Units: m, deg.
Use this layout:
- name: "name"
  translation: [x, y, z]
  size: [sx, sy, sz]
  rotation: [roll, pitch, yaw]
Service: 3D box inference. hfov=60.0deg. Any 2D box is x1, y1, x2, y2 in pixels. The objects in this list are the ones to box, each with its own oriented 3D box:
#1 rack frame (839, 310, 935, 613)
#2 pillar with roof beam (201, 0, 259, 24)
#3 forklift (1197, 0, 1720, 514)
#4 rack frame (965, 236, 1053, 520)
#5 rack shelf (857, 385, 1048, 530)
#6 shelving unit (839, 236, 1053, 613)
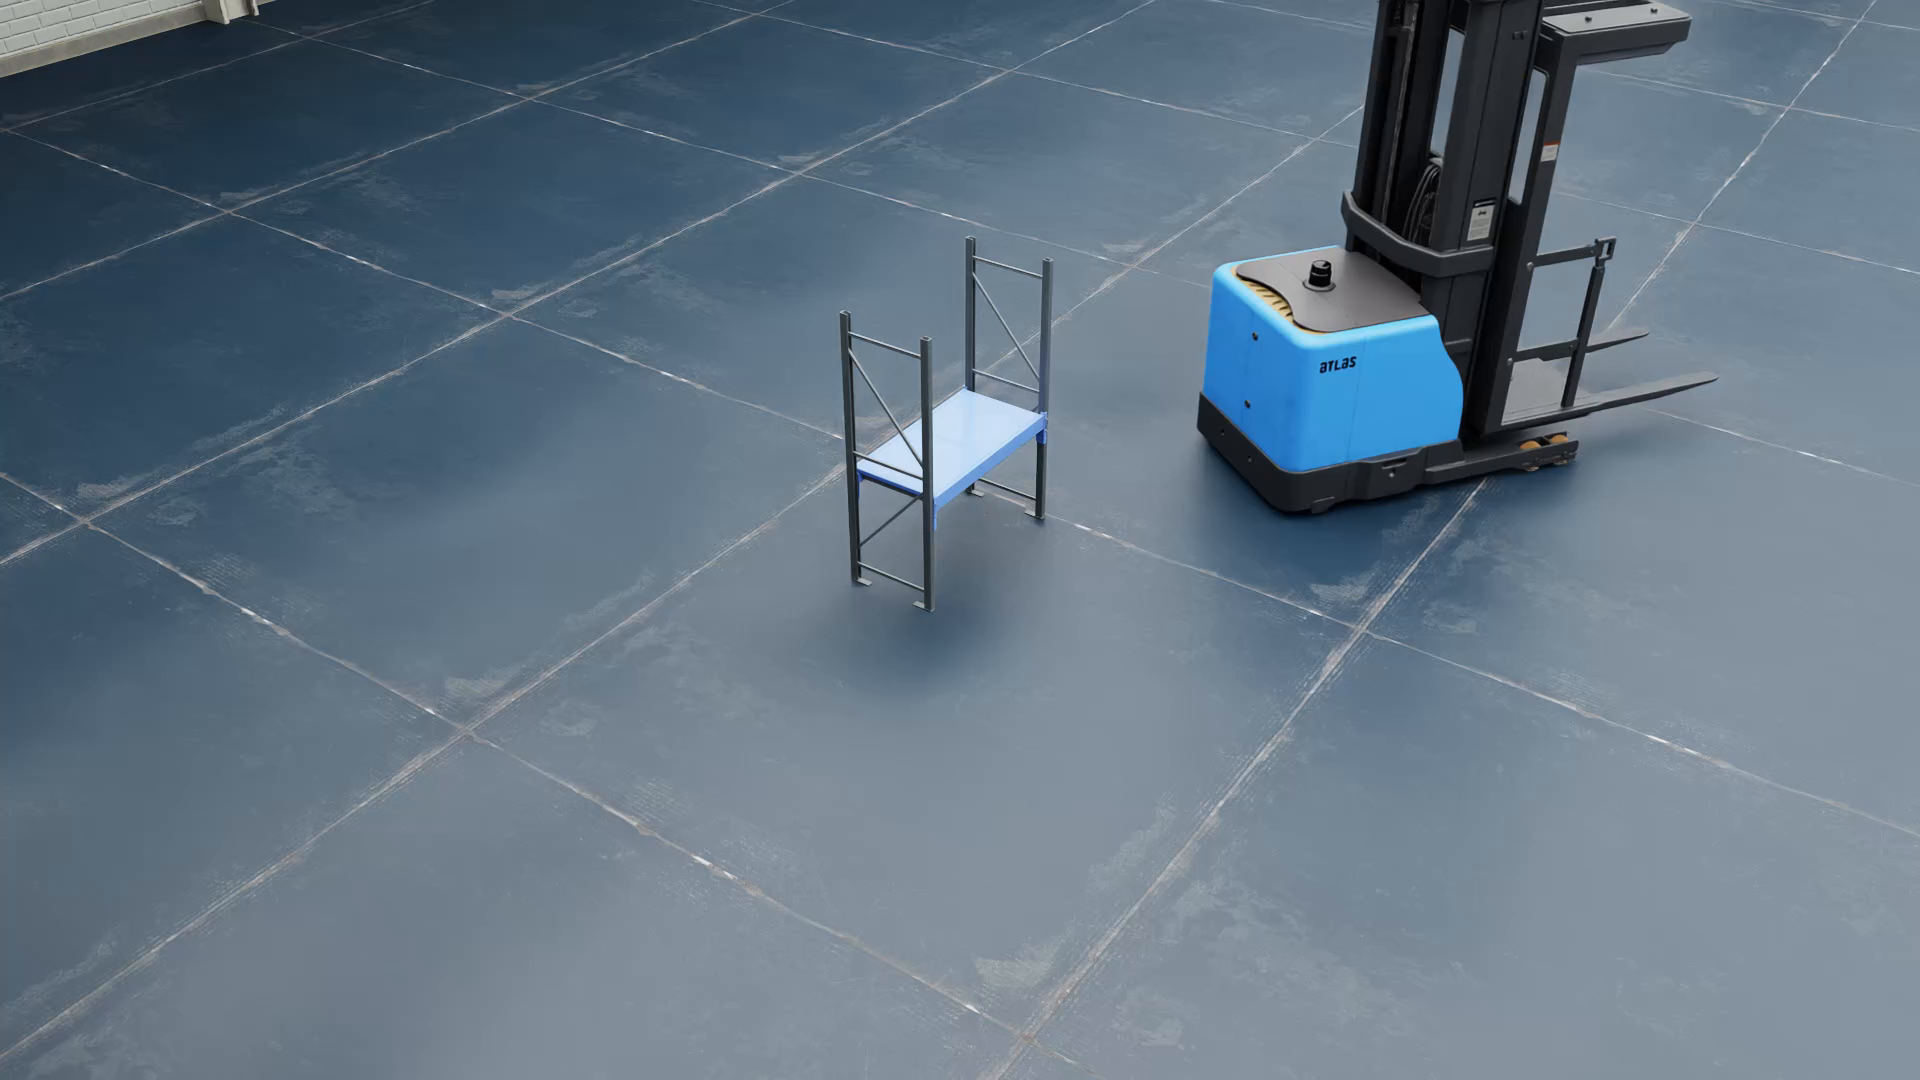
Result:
- name: "rack frame"
  translation: [-0.338, -0.348, 7.926]
  size: [0.500, 1.500, 0.032]
  rotation: [21, 39, 28]
- name: "pillar with roof beam"
  translation: [-3.623, -7.506, 11.816]
  size: [9.100, 9.000, 0.400]
  rotation: [21, 39, 28]
- name: "forklift"
  translation: [2.935, -1.863, 8.888]
  size: [3.031, 2.935, 1.130]
  rotation: [-12, 36, -17]
- name: "rack frame"
  translation: [0.241, -0.816, 8.618]
  size: [0.500, 1.500, 0.032]
  rotation: [21, 39, 28]
- name: "rack shelf"
  translation: [-0.049, -0.433, 8.373]
  size: [0.538, 0.185, 1.000]
  rotation: [21, 39, 28]
- name: "shelving unit"
  translation: [-0.049, -0.582, 8.272]
  size: [0.538, 1.500, 1.048]
  rotation: [21, 39, 28]
